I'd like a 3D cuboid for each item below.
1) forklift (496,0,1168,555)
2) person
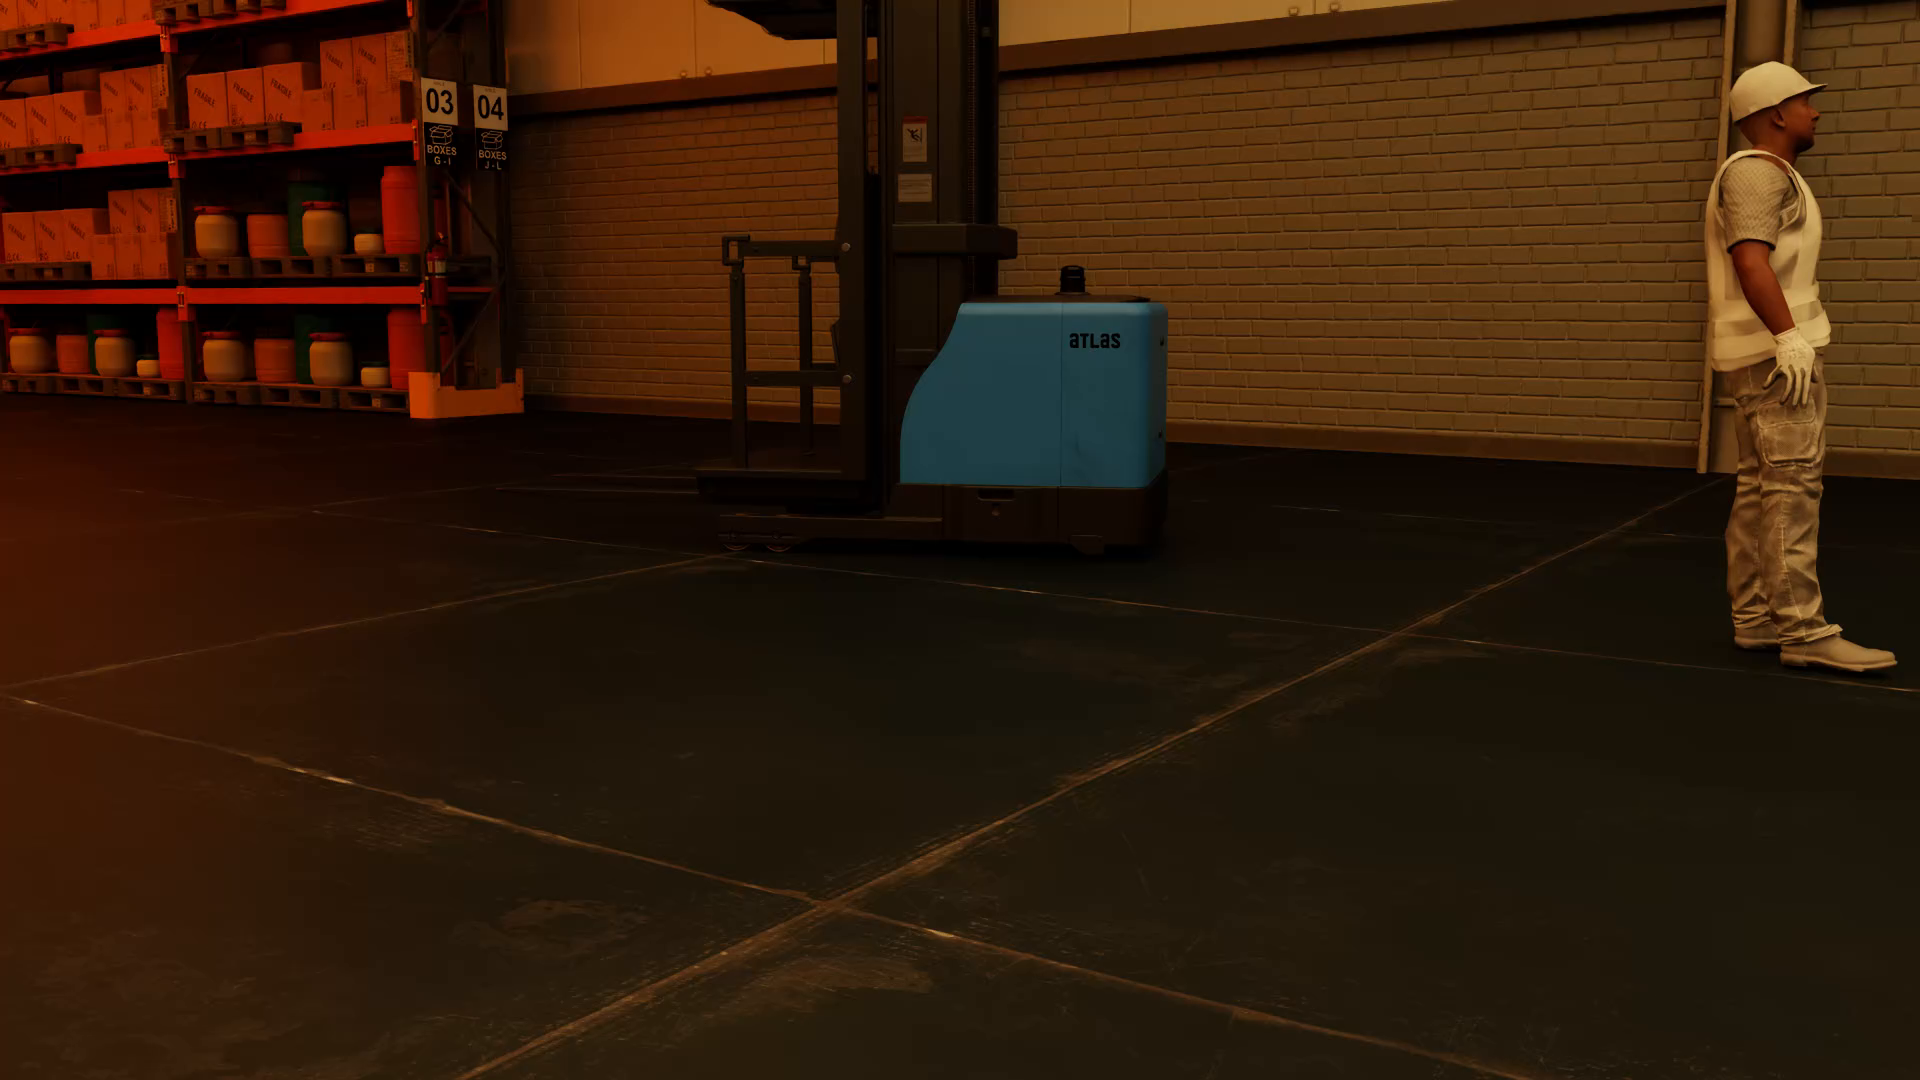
[{"bbox_3d":[-0.596,-1.469,7.520,3.031,2.935,1.130,2,8,12],"label":"forklift"},{"bbox_3d":[2.543,-0.542,5.033,0.577,1.782,0.656,3,9,23],"label":"person"}]
